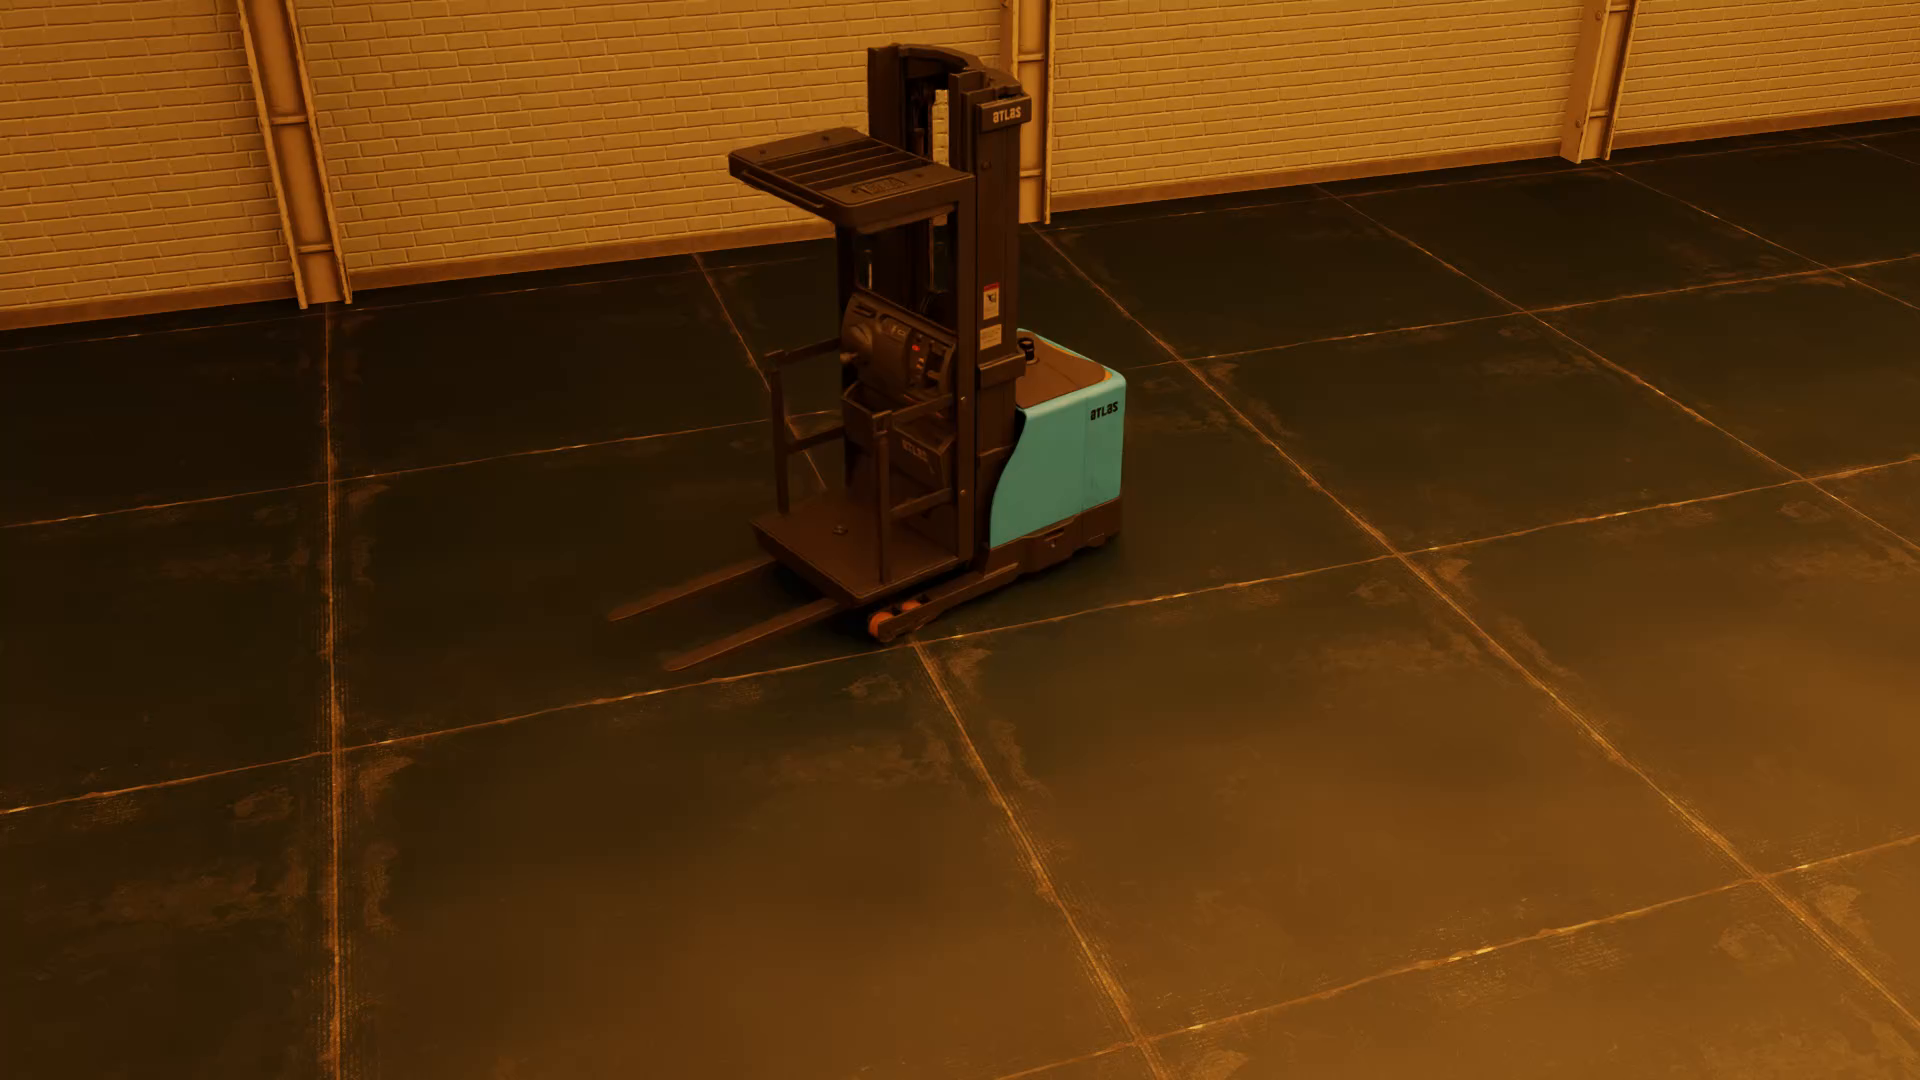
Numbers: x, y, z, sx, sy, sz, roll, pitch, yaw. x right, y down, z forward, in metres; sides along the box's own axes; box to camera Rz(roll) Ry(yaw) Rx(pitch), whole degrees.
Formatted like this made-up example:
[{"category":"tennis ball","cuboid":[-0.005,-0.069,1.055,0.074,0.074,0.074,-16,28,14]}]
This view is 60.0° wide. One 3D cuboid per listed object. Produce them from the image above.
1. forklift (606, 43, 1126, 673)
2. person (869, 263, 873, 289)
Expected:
[{"category":"forklift","cuboid":[-0.501,-1.010,8.842,3.031,2.935,1.130,-22,36,-33]},{"category":"person","cuboid":[-0.415,-1.295,10.675,0.461,1.640,0.777,-7,31,-12]}]
